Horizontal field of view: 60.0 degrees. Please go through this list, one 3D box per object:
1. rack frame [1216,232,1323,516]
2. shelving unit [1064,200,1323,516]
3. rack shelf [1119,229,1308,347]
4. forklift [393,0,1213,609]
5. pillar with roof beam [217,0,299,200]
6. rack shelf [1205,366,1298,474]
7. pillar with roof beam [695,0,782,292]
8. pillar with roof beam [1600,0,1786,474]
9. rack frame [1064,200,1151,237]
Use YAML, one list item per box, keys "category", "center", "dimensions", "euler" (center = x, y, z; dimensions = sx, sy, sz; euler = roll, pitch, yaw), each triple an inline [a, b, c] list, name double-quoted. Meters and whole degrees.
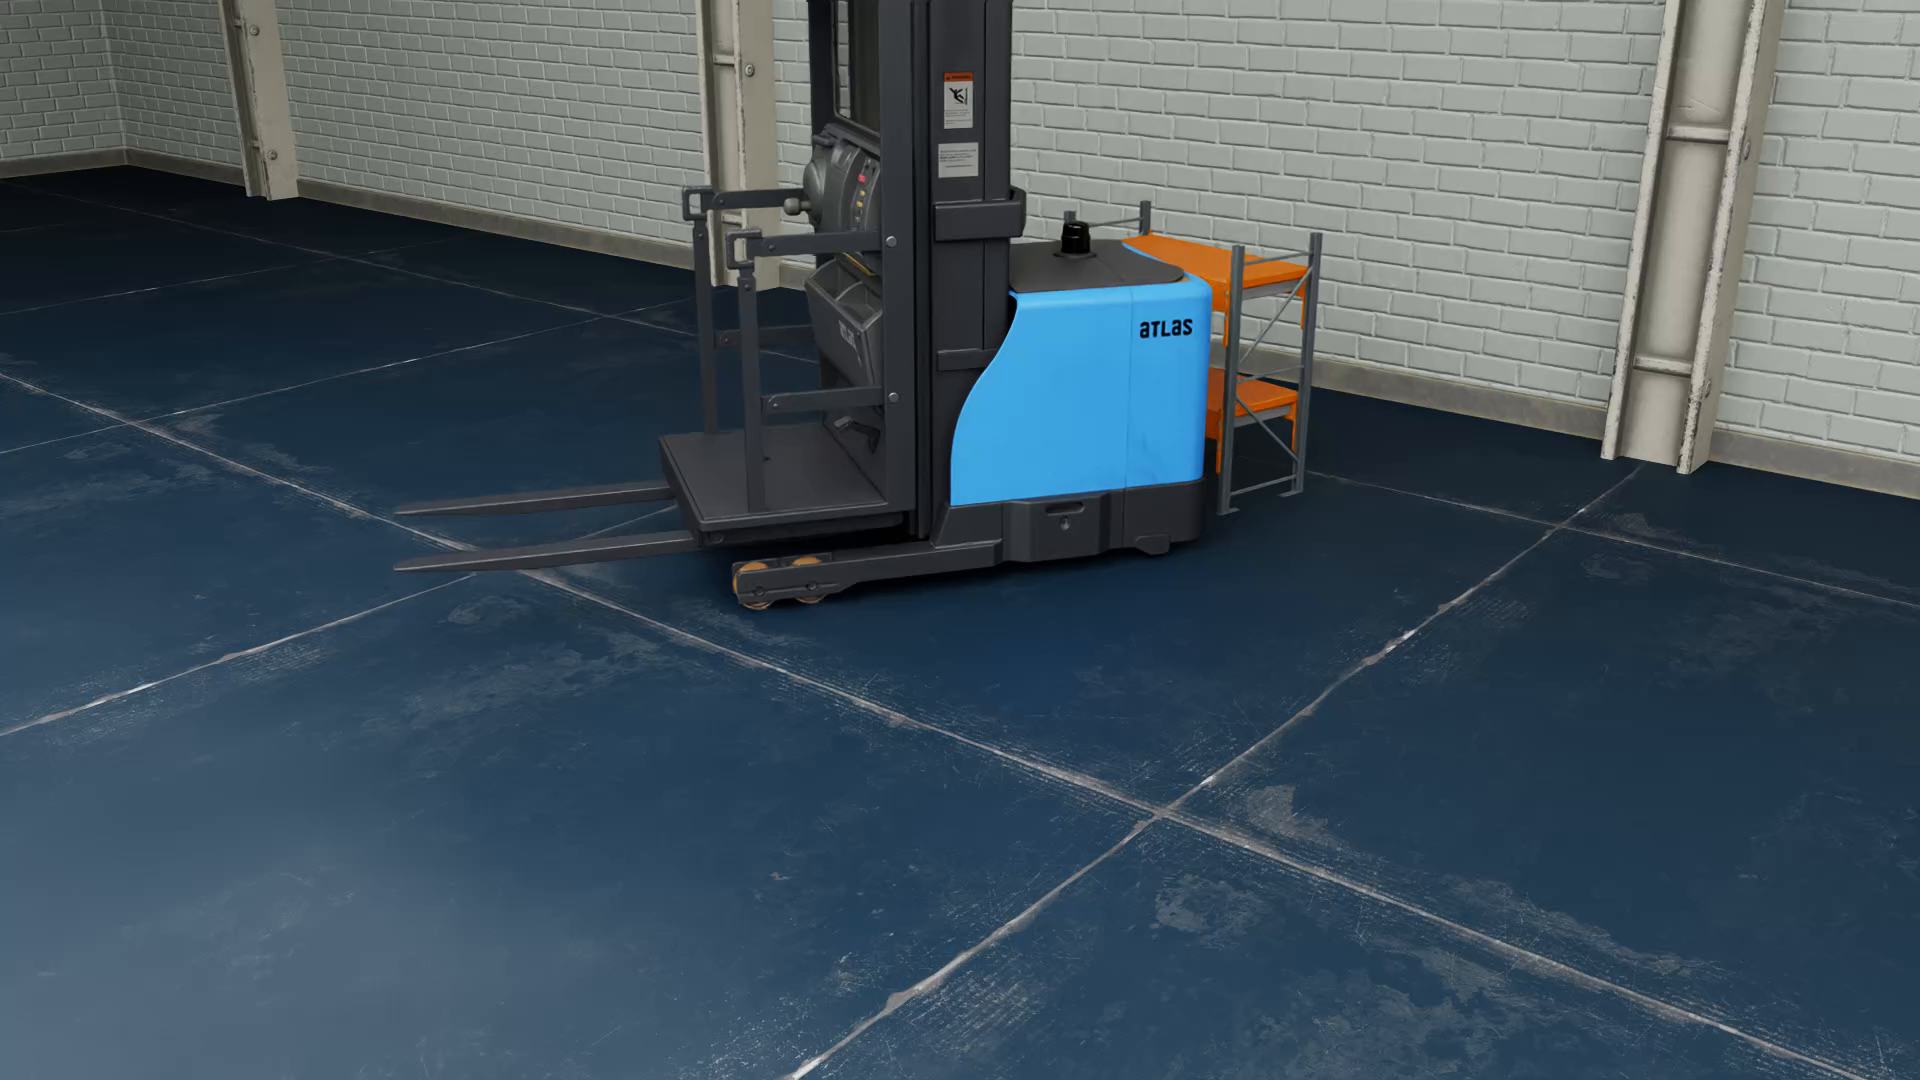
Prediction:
- category: "rack frame"
  center: [1.281, -0.684, 6.889]
  dimensions: [0.500, 1.125, 0.032]
  euler: [-15, 25, -35]
- category: "shelving unit"
  center: [0.973, -0.827, 7.268]
  dimensions: [0.538, 1.125, 1.048]
  euler: [-15, 25, -35]
- category: "rack shelf"
  center: [0.973, -1.101, 7.164]
  dimensions: [0.538, 0.278, 1.000]
  euler: [-15, 25, -35]
- category: "forklift"
  center: [-0.616, -1.329, 6.039]
  dimensions: [3.031, 2.935, 1.130]
  euler: [-6, 22, -16]
- category: "pillar with roof beam"
  center: [-8.813, -6.090, 10.064]
  dimensions: [0.400, 9.000, 9.100]
  euler: [16, 26, 36]
- category: "rack shelf"
  center: [0.973, -0.598, 7.354]
  dimensions: [0.538, 0.278, 1.000]
  euler: [-15, 25, -35]
- category: "pillar with roof beam"
  center: [-4.164, -4.751, 6.514]
  dimensions: [0.400, 9.000, 9.100]
  euler: [16, 26, 36]
- category: "pillar with roof beam"
  center: [0.484, -3.413, 2.964]
  dimensions: [0.400, 9.000, 9.100]
  euler: [16, 26, 36]
- category: "rack frame"
  center: [0.664, -0.970, 7.646]
  dimensions: [0.500, 1.125, 0.032]
  euler: [-15, 25, -35]
